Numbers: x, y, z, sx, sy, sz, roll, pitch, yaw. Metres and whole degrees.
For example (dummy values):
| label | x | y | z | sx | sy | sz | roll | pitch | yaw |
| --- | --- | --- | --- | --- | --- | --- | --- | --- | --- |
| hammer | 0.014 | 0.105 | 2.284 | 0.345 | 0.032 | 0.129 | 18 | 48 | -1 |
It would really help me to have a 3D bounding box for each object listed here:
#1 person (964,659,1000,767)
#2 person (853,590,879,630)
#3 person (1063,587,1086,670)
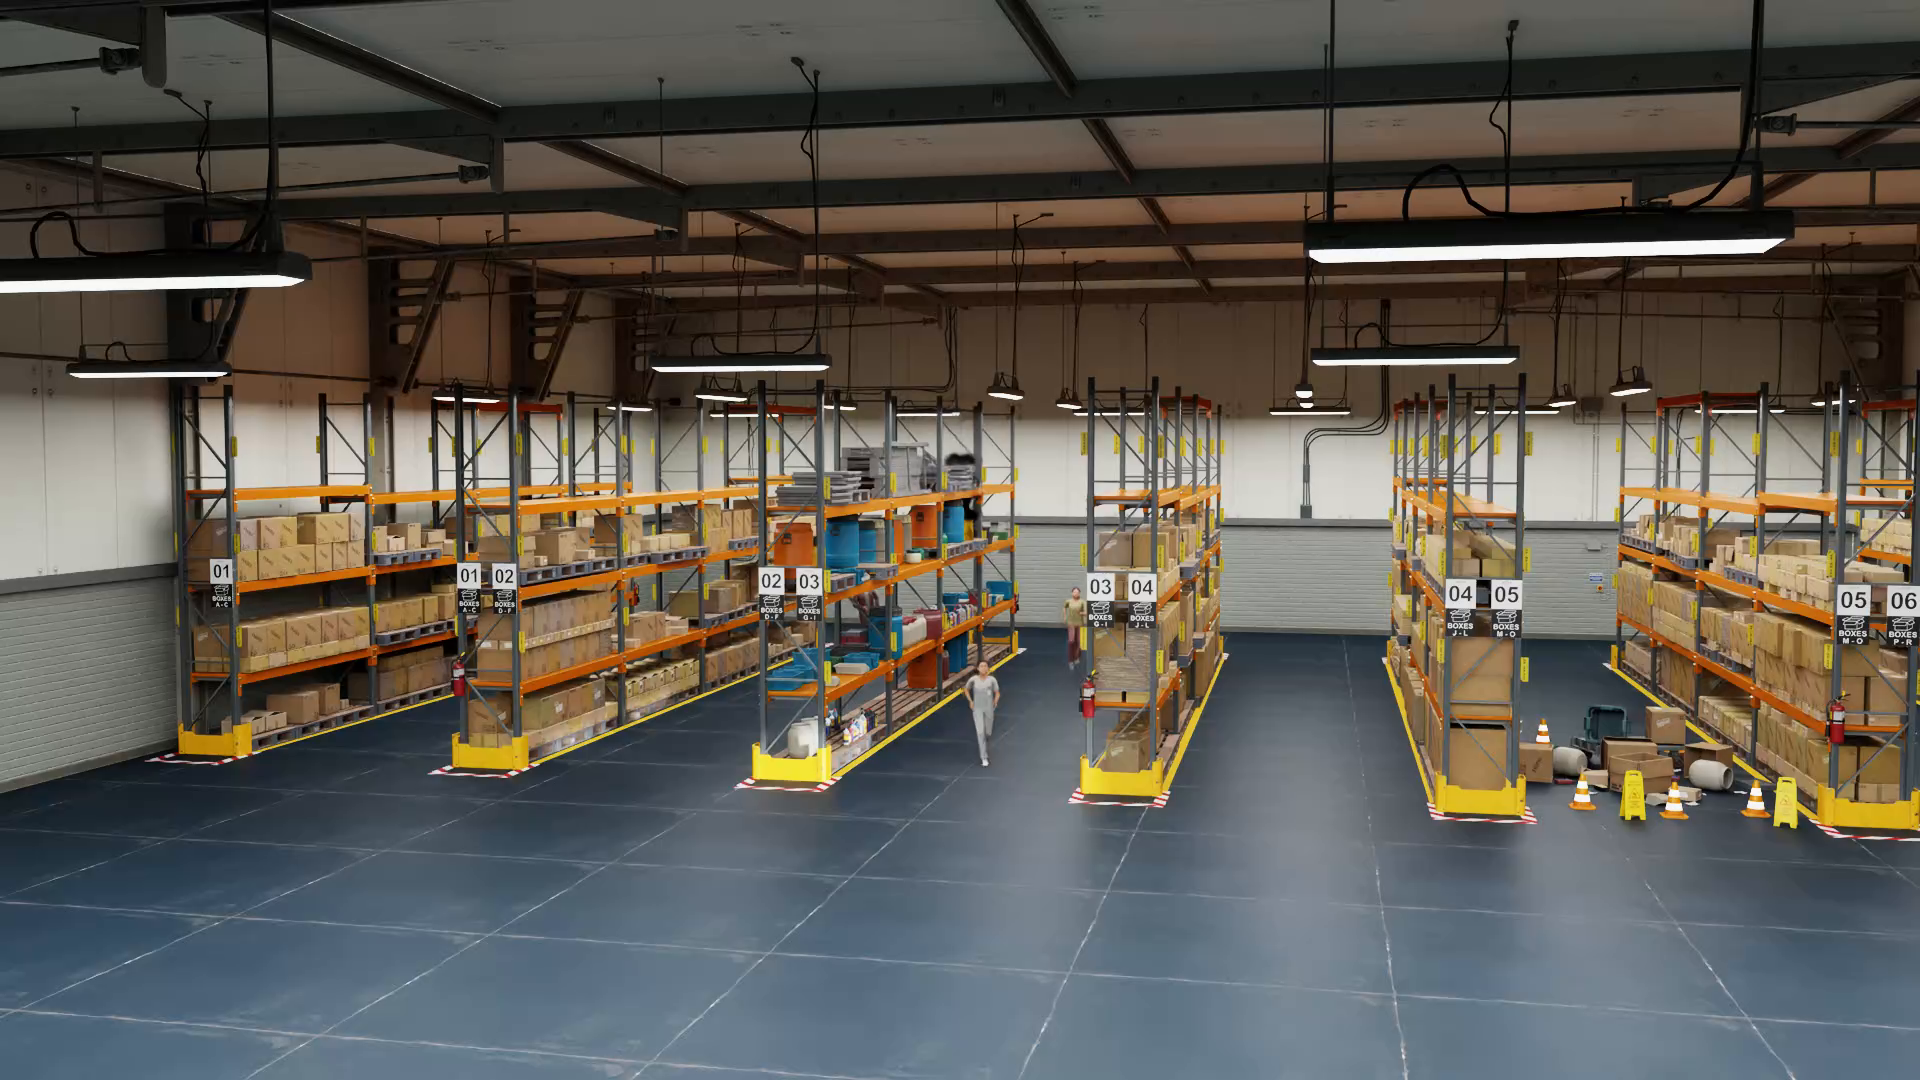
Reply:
| label | x | y | z | sx | sy | sz | roll | pitch | yaw |
| --- | --- | --- | --- | --- | --- | --- | --- | --- | --- |
| person | 0.354 | 2.714 | 26.386 | 0.566 | 1.657 | 0.804 | 0 | 3 | -6 |
| person | -2.298 | 1.833 | 41.015 | 0.706 | 1.703 | 0.636 | -1 | 3 | -13 |
| person | 2.487 | 1.890 | 35.779 | 0.547 | 1.770 | 0.702 | 0 | 3 | 2 |
